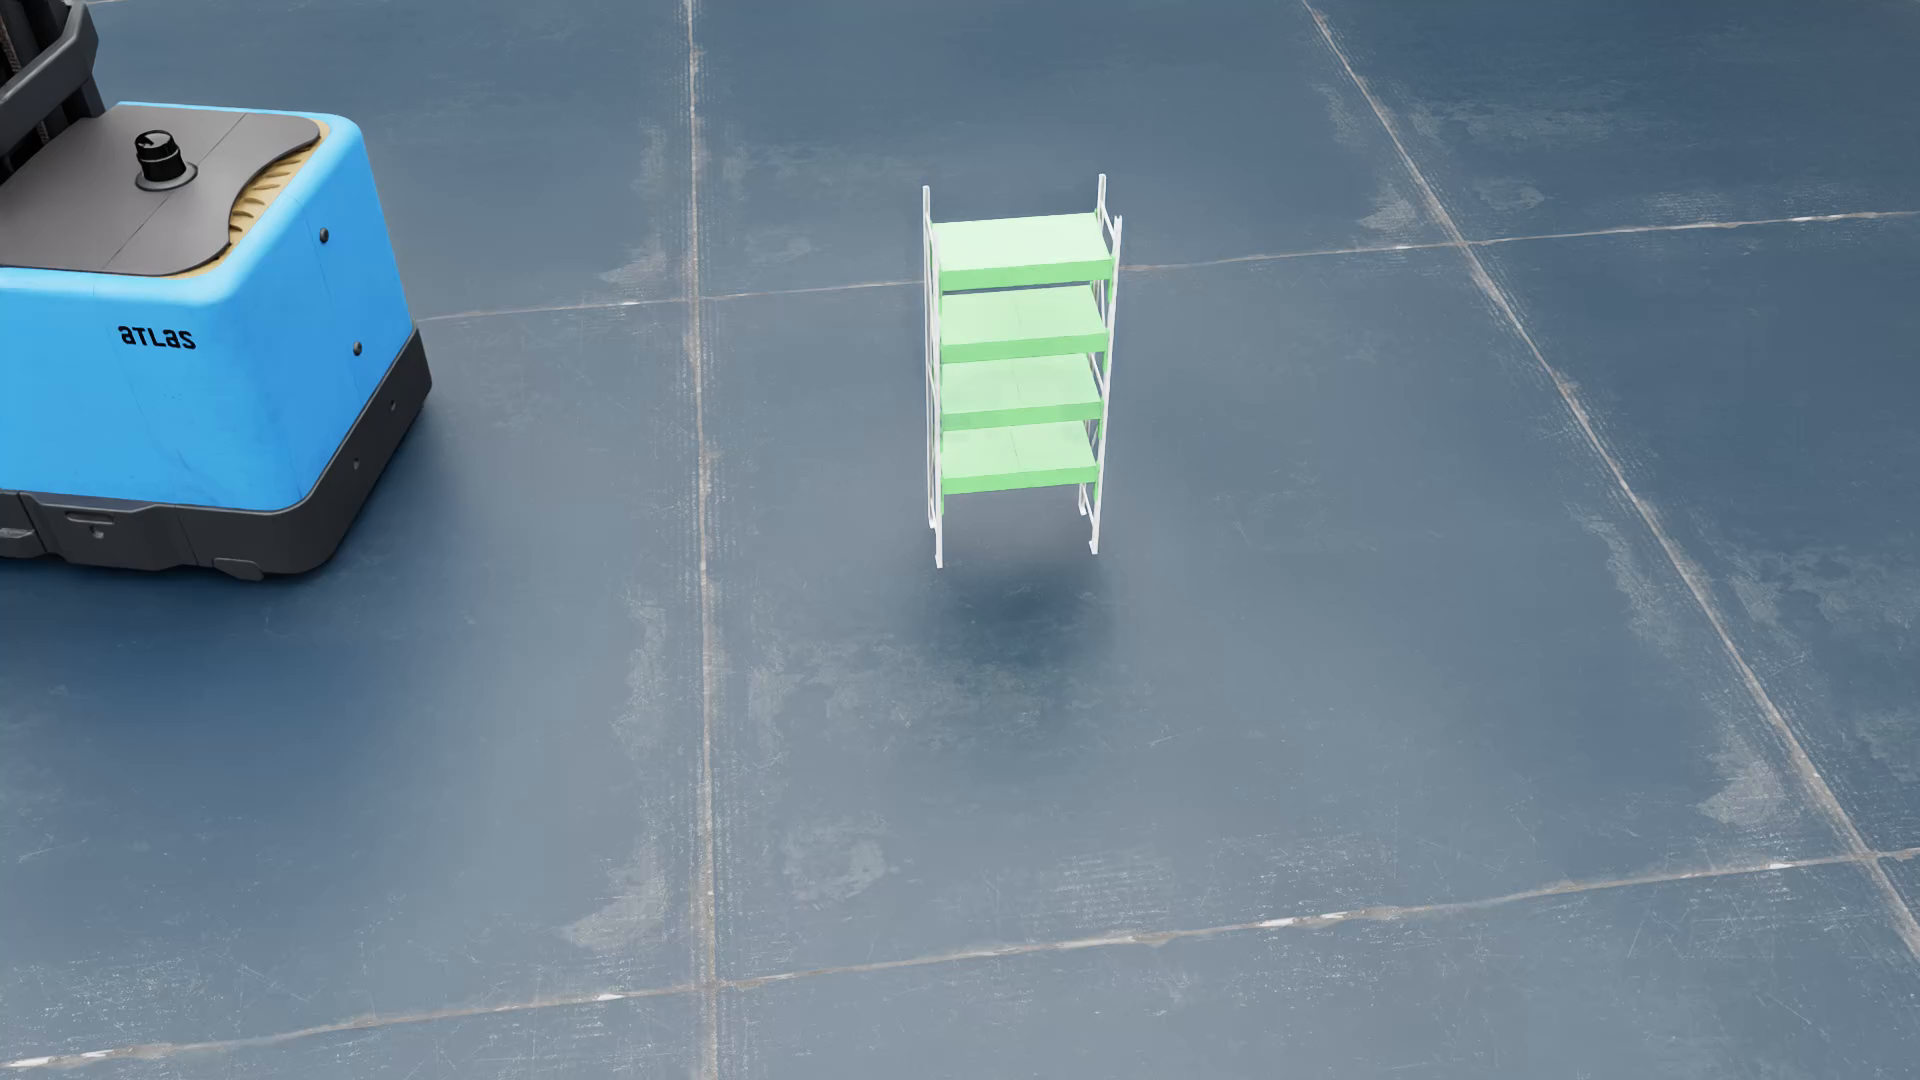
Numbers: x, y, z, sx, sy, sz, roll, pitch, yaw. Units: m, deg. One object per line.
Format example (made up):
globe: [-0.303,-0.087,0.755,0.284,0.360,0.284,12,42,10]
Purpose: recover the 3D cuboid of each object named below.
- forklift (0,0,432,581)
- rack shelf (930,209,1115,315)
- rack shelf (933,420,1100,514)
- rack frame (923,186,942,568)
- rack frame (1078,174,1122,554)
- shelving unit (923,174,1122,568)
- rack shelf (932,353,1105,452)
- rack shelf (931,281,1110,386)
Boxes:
forklift: [-3.374,-1.398,4.612,3.031,2.935,1.130,5,42,5]
rack shelf: [0.164,-0.769,4.585,0.480,0.148,0.258,-5,42,-6]
rack shelf: [0.164,-0.234,5.068,0.480,0.148,0.258,-5,42,-6]
rack frame: [-0.078,-0.439,4.841,0.015,1.200,0.240,-5,42,-6]
rack frame: [0.406,-0.481,4.888,0.015,1.200,0.240,-5,42,-6]
shelving unit: [0.164,-0.460,4.864,0.503,1.200,0.258,-5,42,-6]
rack shelf: [0.164,-0.412,4.907,0.480,0.148,0.258,-5,42,-6]
rack shelf: [0.164,-0.591,4.746,0.480,0.148,0.258,-5,42,-6]
